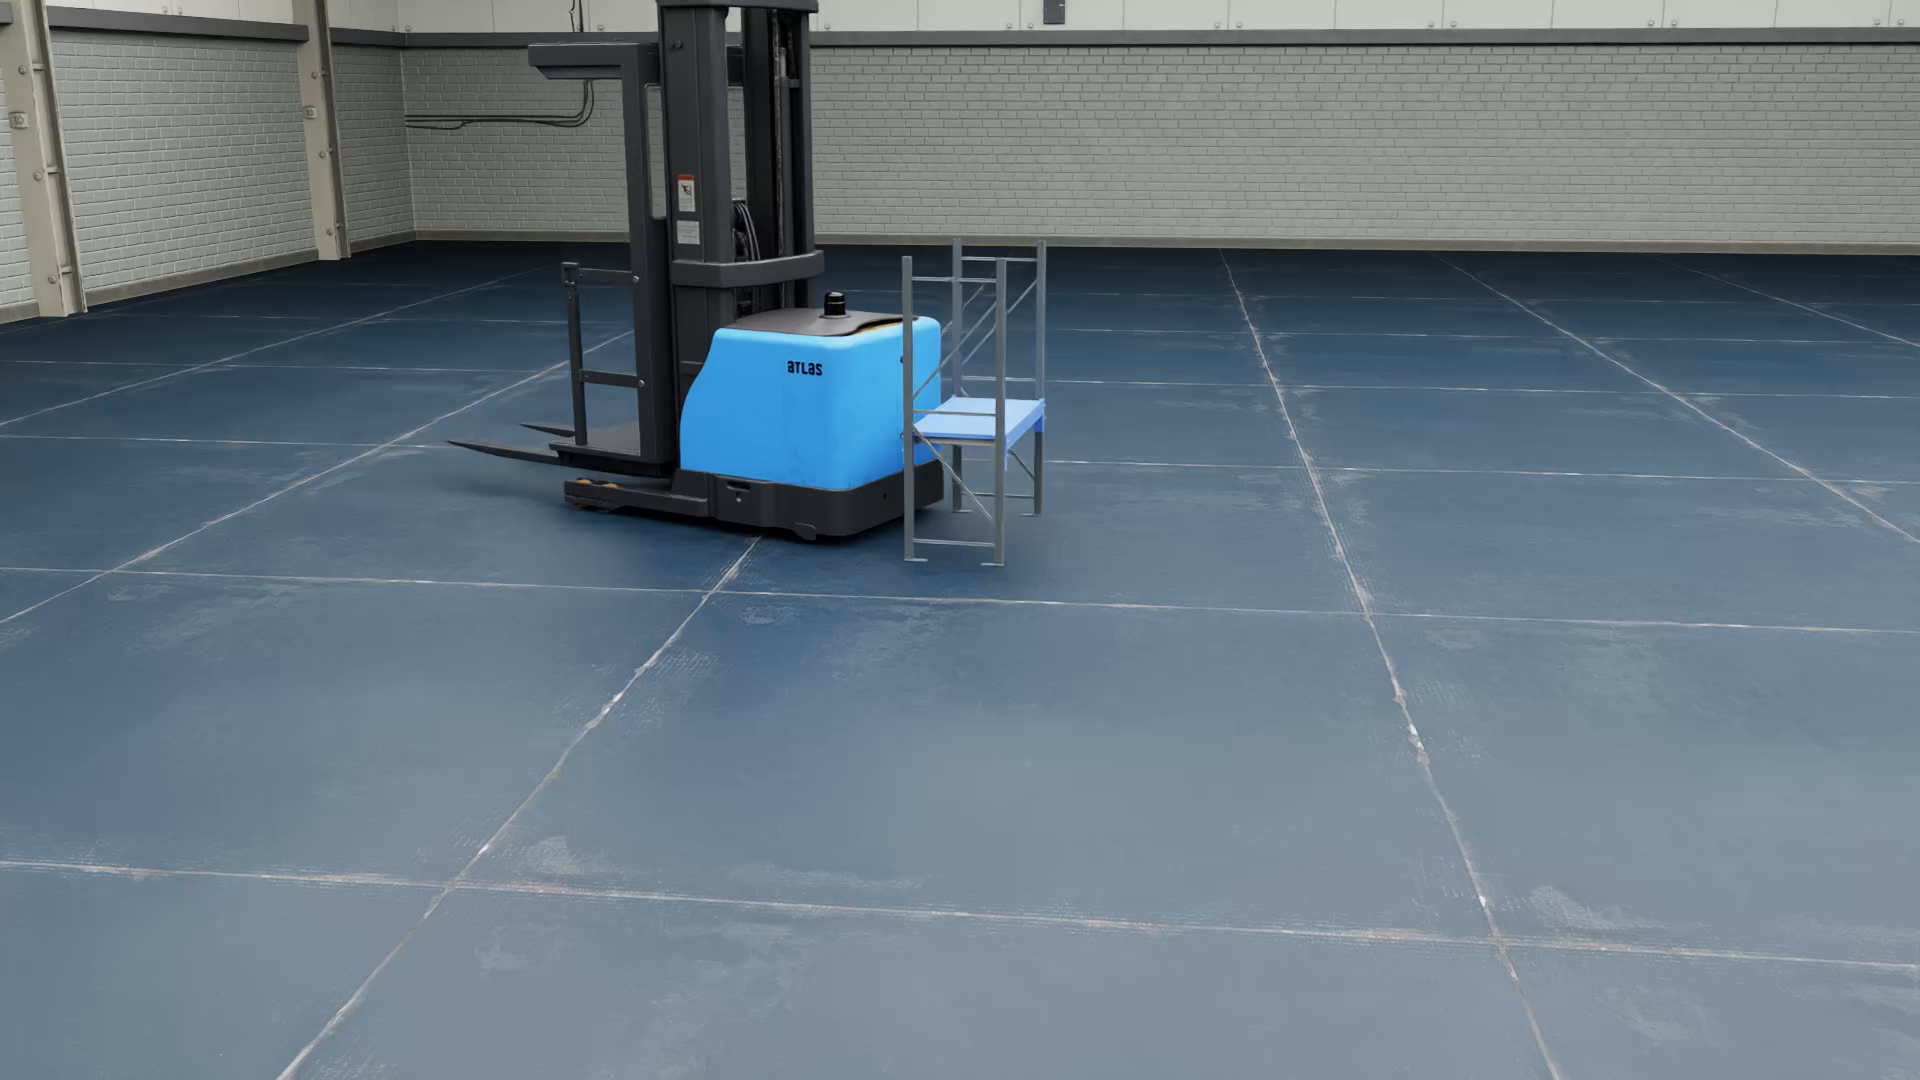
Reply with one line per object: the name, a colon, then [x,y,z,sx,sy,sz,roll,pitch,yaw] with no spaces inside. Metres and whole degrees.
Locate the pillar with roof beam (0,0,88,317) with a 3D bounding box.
pillar with roof beam: [-5.121,-6.584,15.773,9.100,9.000,0.400,2,15,6]

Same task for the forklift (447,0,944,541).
forklift: [-1.622,-1.672,9.229,3.031,2.935,1.130,9,17,29]

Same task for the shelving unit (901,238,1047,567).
shelving unit: [0.090,-0.738,8.518,0.538,1.500,1.048,4,16,13]

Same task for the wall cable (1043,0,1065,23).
wall cable: [2.355,-10.351,23.186,2.305,6.003,0.169,2,15,6]

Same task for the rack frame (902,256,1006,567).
rack frame: [-0.028,-0.609,8.041,0.500,1.500,0.032,4,16,13]

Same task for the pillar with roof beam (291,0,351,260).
pillar with roof beam: [-4.444,-8.141,21.528,9.100,9.000,0.400,2,15,6]

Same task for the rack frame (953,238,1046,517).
rack frame: [0.208,-0.867,8.996,0.500,1.500,0.032,4,16,13]

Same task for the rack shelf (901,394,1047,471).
rack shelf: [0.090,-0.564,8.565,0.538,0.185,1.000,4,16,13]

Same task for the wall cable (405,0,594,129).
wall cable: [-7.076,-7.494,25.084,3.097,2.526,0.112,2,15,6]
